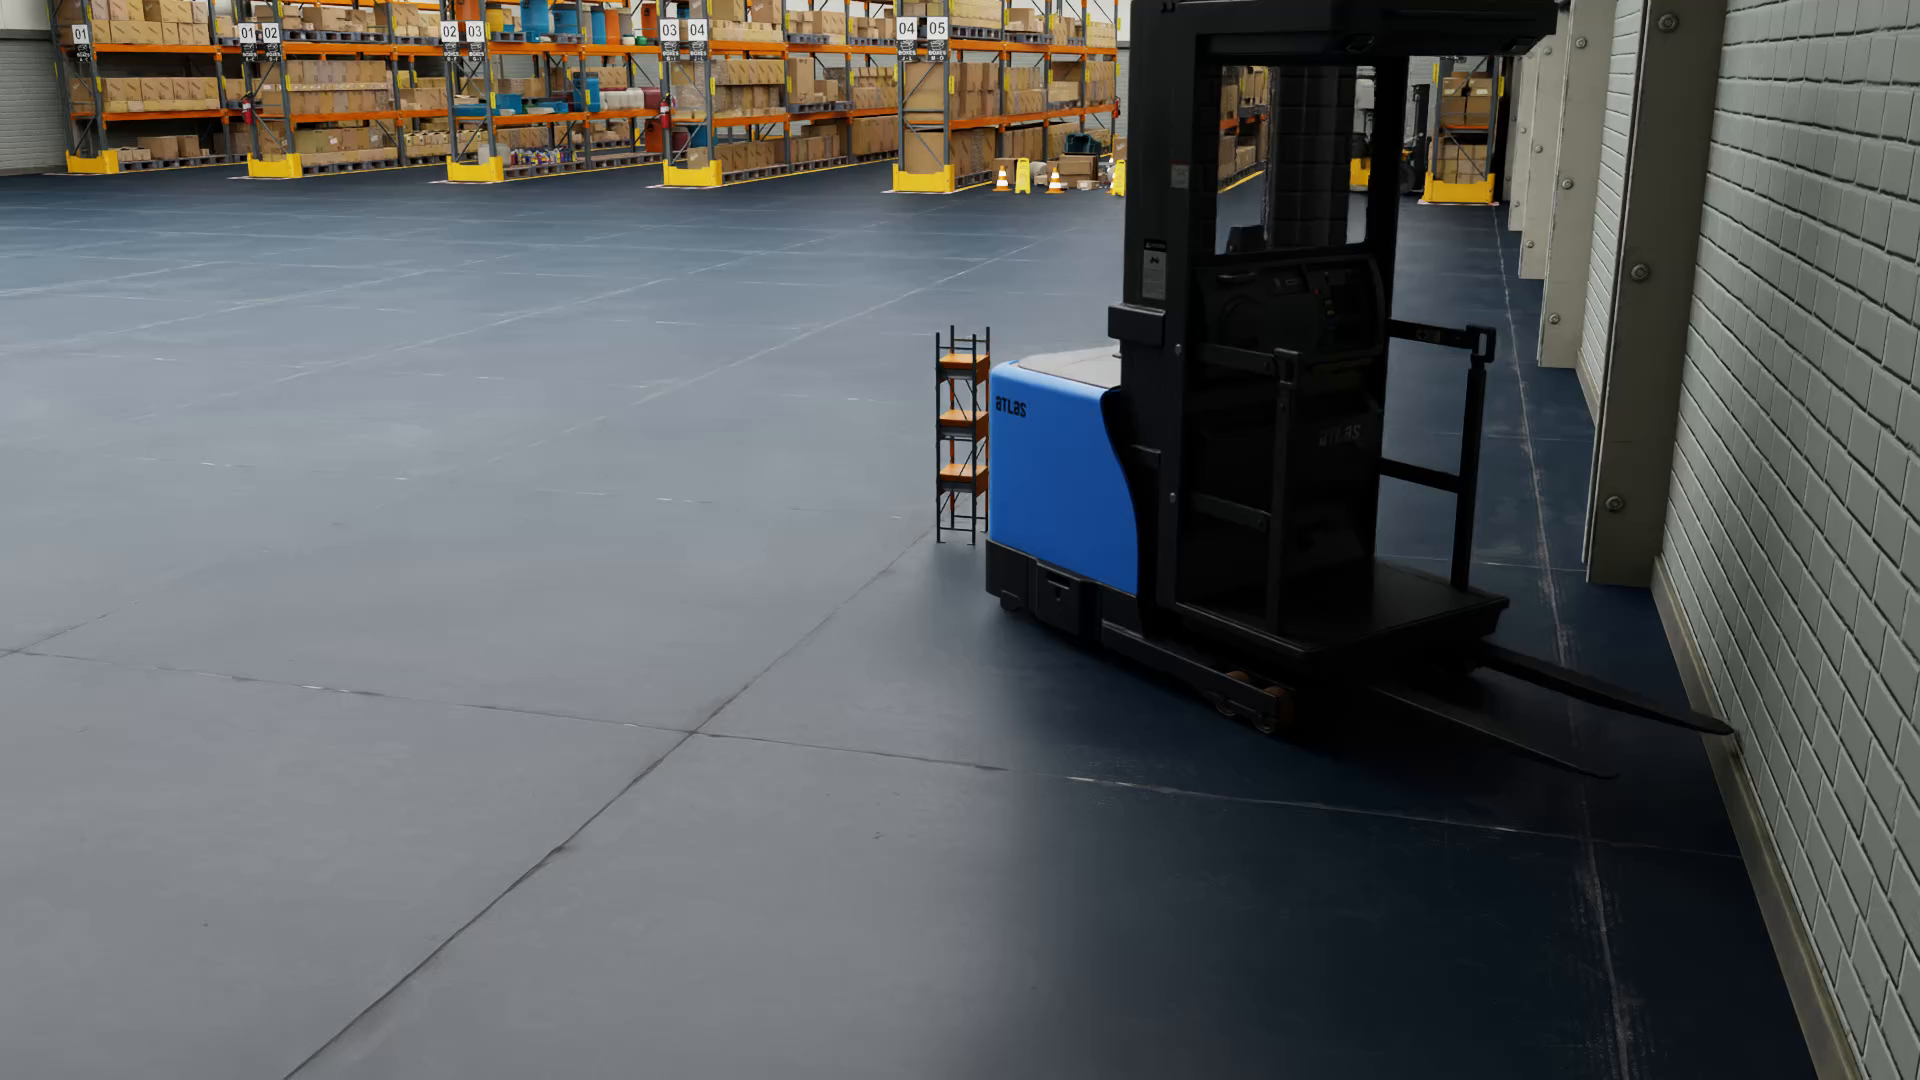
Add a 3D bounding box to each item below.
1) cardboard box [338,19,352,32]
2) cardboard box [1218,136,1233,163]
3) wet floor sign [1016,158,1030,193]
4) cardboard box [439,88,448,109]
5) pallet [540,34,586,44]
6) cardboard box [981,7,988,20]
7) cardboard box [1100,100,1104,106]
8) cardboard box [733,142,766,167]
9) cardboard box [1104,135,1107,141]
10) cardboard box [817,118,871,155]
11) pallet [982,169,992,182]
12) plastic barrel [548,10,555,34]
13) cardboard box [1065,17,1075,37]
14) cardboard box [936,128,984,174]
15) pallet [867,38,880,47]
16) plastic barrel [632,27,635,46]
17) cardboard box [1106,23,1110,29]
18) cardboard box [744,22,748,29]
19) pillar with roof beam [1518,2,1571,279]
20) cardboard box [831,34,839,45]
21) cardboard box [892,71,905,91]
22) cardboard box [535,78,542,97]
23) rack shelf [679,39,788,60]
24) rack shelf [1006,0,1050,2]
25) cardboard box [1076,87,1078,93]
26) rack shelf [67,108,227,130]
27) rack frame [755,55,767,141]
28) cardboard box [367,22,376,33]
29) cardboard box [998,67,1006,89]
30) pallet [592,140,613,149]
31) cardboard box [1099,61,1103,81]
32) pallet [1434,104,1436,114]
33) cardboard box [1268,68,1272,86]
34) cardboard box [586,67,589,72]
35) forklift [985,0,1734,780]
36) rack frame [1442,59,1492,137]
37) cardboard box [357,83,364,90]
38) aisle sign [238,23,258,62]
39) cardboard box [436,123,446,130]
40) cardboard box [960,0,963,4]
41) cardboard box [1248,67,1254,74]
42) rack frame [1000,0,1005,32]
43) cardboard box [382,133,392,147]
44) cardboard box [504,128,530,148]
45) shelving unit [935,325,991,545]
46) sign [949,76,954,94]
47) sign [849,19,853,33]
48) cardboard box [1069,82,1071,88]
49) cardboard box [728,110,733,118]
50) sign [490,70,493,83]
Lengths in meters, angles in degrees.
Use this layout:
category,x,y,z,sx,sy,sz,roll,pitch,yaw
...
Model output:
category,x,y,z,sx,sy,sz,roll,pitch,yaw
cardboard box,-14.329,-11.838,38.209,0.500,0.311,0.500,4,16,13
cardboard box,5.165,-7.815,33.279,0.500,0.500,0.500,5,17,17
wet floor sign,1.197,-6.901,31.476,0.267,0.644,0.232,2,16,6
cardboard box,-13.104,-11.075,41.697,0.500,0.500,0.500,4,16,13
pallet,-9.143,-11.192,37.140,1.213,0.211,1.003,5,16,16
cardboard box,0.262,-10.593,33.460,0.500,0.250,0.500,4,16,15
cardboard box,3.716,-11.888,45.206,0.380,0.149,0.250,4,16,13
cardboard box,-4.590,-8.399,36.257,0.500,0.500,0.500,11,19,33
cardboard box,3.832,-11.058,45.727,0.380,0.149,0.250,4,16,14
cardboard box,-2.930,-10.057,41.414,1.225,0.875,0.875,4,16,13
pallet,0.153,-7.706,35.113,1.003,0.211,1.213,5,16,16
plastic barrel,-9.342,-11.637,37.390,0.421,0.512,0.421,0,16,0
cardboard box,2.504,-12.936,41.991,0.700,0.500,0.500,5,16,16
cardboard box,-0.054,-8.025,34.251,0.875,0.875,0.875,5,17,16
pallet,-2.699,-12.516,41.808,1.003,0.211,1.213,5,17,18
plastic barrel,-8.277,-12.522,41.278,0.421,0.512,0.421,0,16,0
cardboard box,3.834,-13.872,44.871,0.380,0.149,0.250,5,17,17
cardboard box,-4.629,-10.698,34.598,0.380,0.149,0.250,4,16,14
pillar with roof beam,2.366,-7.646,18.794,9.100,9.000,0.400,5,16,16
cardboard box,-3.174,-11.795,39.195,0.500,0.250,0.500,5,16,16
cardboard box,-1.628,-12.282,44.490,0.500,0.500,0.500,5,16,16
cardboard box,-11.990,-12.473,45.854,0.700,0.500,0.500,7,17,25
rack shelf,-4.851,-10.226,34.705,1.077,0.370,4.000,5,16,16
rack shelf,1.012,-12.112,36.591,1.077,0.370,4.000,5,16,16
cardboard box,2.794,-11.439,42.306,0.380,0.149,0.250,5,17,18
rack shelf,-19.098,-9.935,39.177,1.077,0.370,4.000,5,16,16
rack frame,-5.621,-13.175,49.284,1.000,3.000,0.127,5,16,16
cardboard box,-16.708,-14.228,46.507,0.700,0.500,0.500,4,16,15
cardboard box,0.579,-9.900,35.721,0.700,0.500,0.500,4,16,15
pallet,-10.965,-11.672,49.095,1.003,0.211,1.213,5,16,16
cardboard box,3.532,-12.506,44.362,0.500,0.500,0.500,4,16,14
pallet,11.241,-9.636,37.158,1.213,0.211,1.003,5,16,16
cardboard box,7.023,-10.834,39.013,0.500,0.500,0.500,5,17,17
cardboard box,-10.956,-13.280,47.636,0.500,0.500,0.500,4,16,14
forklift,1.361,-0.872,6.031,1.130,2.935,3.031,-11,19,-33
rack frame,11.115,-9.546,36.488,1.000,3.000,0.127,5,16,16
cardboard box,-13.942,-10.427,38.223,0.380,0.149,0.250,5,16,16
aisle sign,-15.217,-10.631,35.549,0.394,0.787,0.004,5,16,16
cardboard box,-15.800,-12.216,49.711,0.700,0.500,0.500,4,16,15
cardboard box,-0.148,-10.345,31.855,0.380,0.149,0.250,4,16,15
cardboard box,6.161,-10.185,36.055,0.380,0.149,0.250,4,16,13
rack frame,0.444,-12.127,34.593,1.000,3.000,0.127,5,16,16
cardboard box,-13.939,-9.698,40.266,0.500,0.311,0.500,5,16,16
cardboard box,-11.949,-10.842,44.831,0.500,0.500,0.500,4,16,15
shelving unit,0.015,-0.519,8.235,0.215,1.050,0.252,5,16,16
sign,-0.162,-8.604,31.436,0.100,0.325,0.005,5,16,16
sign,-2.626,-12.348,39.921,0.100,0.325,0.005,5,16,16
cardboard box,2.565,-11.375,41.535,0.380,0.149,0.250,5,16,16
cardboard box,-4.884,-8.736,34.092,0.380,0.149,0.250,5,16,16
sign,-12.110,-11.982,42.956,0.100,0.325,0.005,5,16,16
